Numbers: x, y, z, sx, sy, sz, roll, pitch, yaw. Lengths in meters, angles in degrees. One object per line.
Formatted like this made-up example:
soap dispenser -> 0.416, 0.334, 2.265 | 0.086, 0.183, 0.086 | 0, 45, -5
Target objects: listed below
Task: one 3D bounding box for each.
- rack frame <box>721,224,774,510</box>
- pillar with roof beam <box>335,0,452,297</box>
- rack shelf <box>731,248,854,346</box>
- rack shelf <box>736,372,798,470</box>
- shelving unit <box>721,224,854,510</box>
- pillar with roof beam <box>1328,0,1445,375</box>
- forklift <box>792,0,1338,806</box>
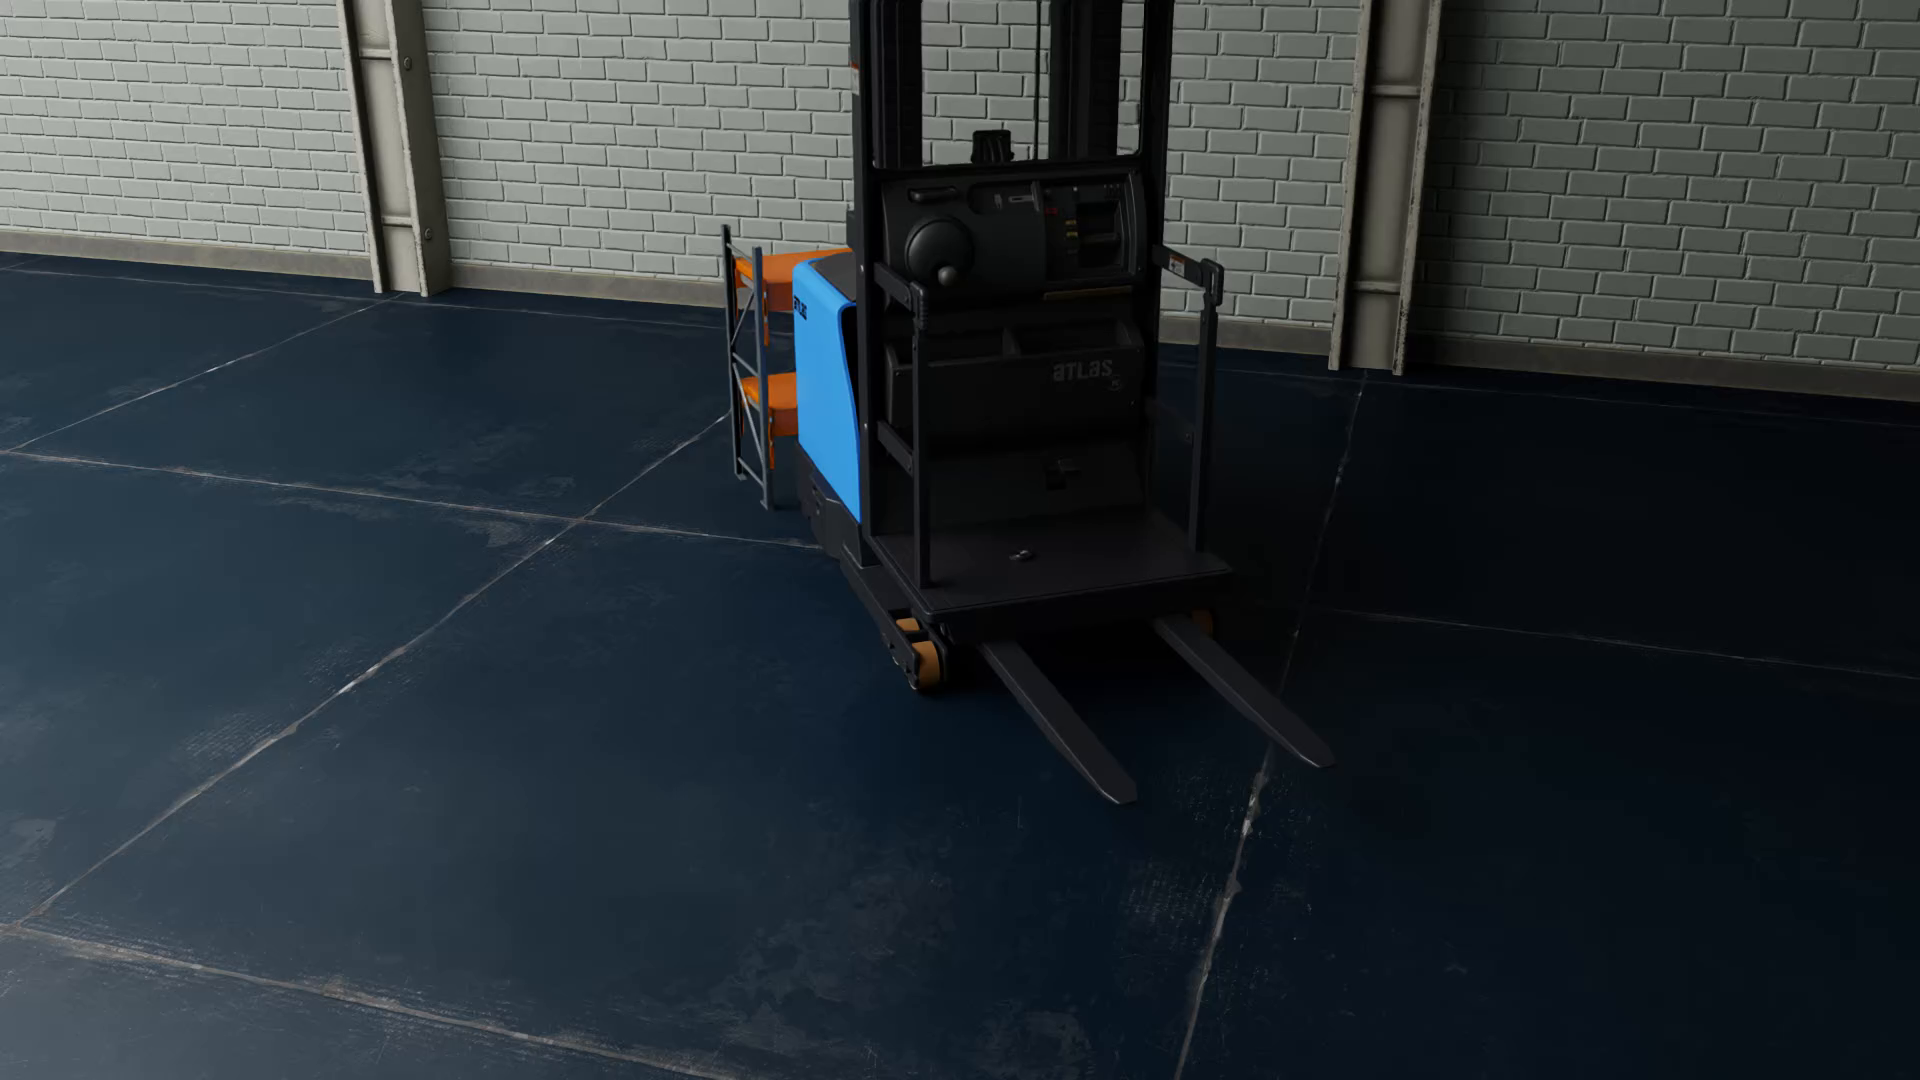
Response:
rack frame -> -0.907, -0.739, 7.088 | 0.032, 1.125, 0.500 | -9, 24, -21
pillar with roof beam -> -4.754, -4.217, 5.193 | 0.400, 9.000, 9.100 | 7, 23, 16
rack shelf -> -0.440, -1.085, 7.163 | 1.000, 0.278, 0.538 | -9, 24, -21
rack shelf -> -0.440, -0.588, 7.367 | 1.000, 0.278, 0.538 | -9, 24, -21
shelving unit -> -0.440, -0.815, 7.274 | 1.048, 1.125, 0.538 | -9, 24, -21
pillar with roof beam -> 0.990, -3.559, 3.589 | 0.400, 9.000, 9.100 | 7, 23, 16
forklift -> 0.260, -1.027, 5.411 | 1.130, 2.935, 3.031 | -7, 23, -17
